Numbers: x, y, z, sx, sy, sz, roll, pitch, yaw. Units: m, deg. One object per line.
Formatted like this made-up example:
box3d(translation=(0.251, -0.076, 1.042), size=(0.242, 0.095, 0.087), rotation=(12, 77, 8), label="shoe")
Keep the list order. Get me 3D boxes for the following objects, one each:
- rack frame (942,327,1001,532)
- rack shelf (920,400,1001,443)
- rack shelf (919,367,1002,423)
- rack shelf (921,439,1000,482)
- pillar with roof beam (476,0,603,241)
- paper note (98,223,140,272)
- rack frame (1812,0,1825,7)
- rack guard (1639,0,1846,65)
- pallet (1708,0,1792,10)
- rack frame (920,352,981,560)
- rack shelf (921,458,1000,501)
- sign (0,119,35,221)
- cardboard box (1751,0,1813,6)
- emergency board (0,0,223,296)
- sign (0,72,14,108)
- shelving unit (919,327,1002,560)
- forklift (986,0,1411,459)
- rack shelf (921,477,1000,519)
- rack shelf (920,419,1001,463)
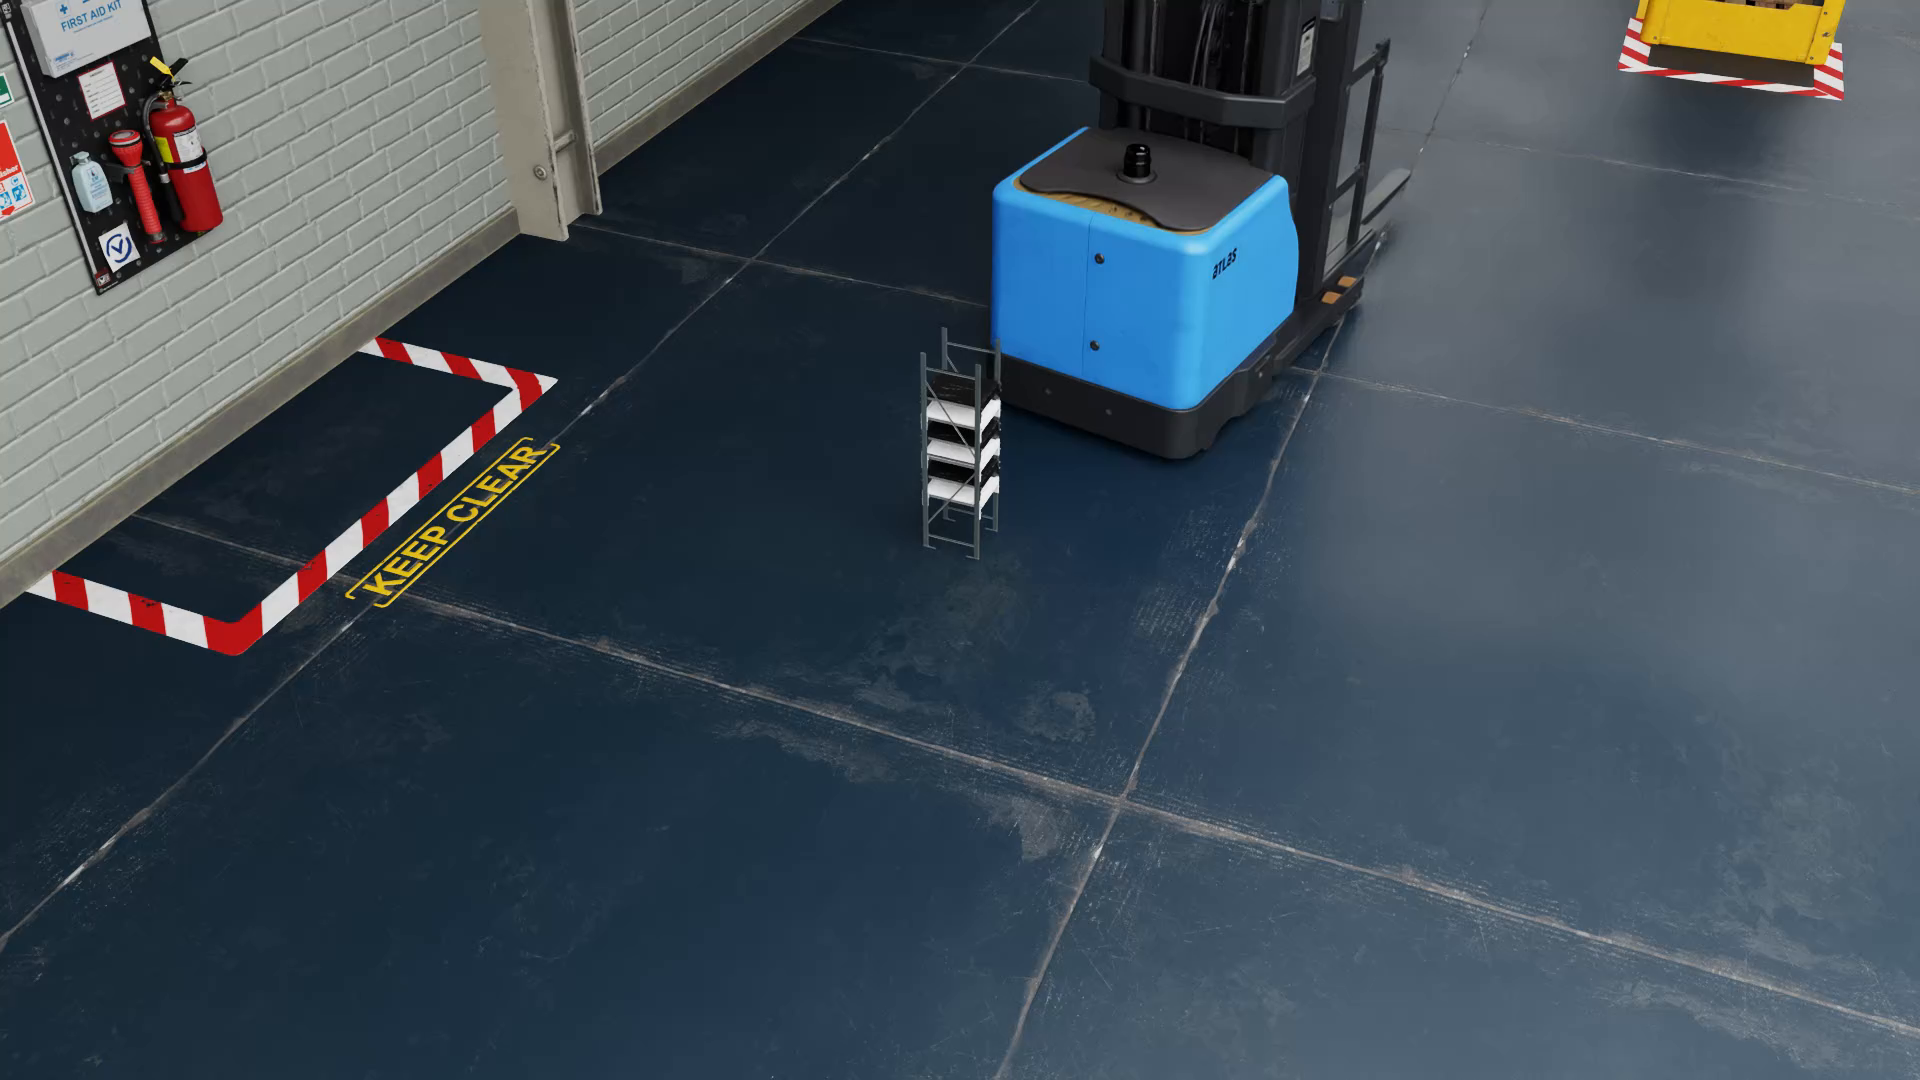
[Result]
box3d(translation=(0.042, -0.421, 6.562), size=(0.240, 0.900, 0.006), rotation=(14, 39, 18), label="rack frame")
box3d(translation=(0.003, -0.482, 6.399), size=(0.258, 0.077, 0.200), rotation=(14, 39, 18), label="rack shelf")
box3d(translation=(0.003, -0.555, 6.345), size=(0.258, 0.077, 0.200), rotation=(14, 39, 18), label="rack shelf")
box3d(translation=(0.003, -0.338, 6.507), size=(0.258, 0.077, 0.200), rotation=(14, 39, 18), label="rack shelf")
box3d(translation=(1.796, -4.364, 5.072), size=(9.100, 9.000, 0.400), rotation=(14, 39, 18), label="pillar with roof beam")
box3d(translation=(-3.292, -1.147, 6.514), size=(0.016, 0.148, 0.142), rotation=(14, 39, 18), label="paper note")
box3d(translation=(5.214, -4.552, 10.335), size=(1.000, 3.000, 0.127), rotation=(14, 39, 18), label="rack frame")
box3d(translation=(5.205, -3.538, 11.066), size=(1.175, 0.500, 0.348), rotation=(14, 39, 18), label="rack guard")
box3d(translation=(5.466, -3.868, 11.749), size=(1.003, 0.211, 1.213), rotation=(14, 39, 18), label="pallet")
box3d(translation=(-0.036, -0.309, 6.411), size=(0.240, 0.900, 0.006), rotation=(14, 39, 18), label="rack frame")
box3d(translation=(0.003, -0.266, 6.560), size=(0.258, 0.077, 0.200), rotation=(14, 39, 18), label="rack shelf")
box3d(translation=(-3.467, -1.313, 5.972), size=(0.001, 0.329, 0.234), rotation=(14, 39, 18), label="sign")
box3d(translation=(5.623, -3.865, 11.362), size=(0.500, 0.250, 0.500), rotation=(14, 39, 18), label="cardboard box")
box3d(translation=(-3.161, -1.582, 6.361), size=(0.194, 1.169, 0.643), rotation=(14, 39, 18), label="emergency board")
box3d(translation=(-3.457, -1.526, 5.814), size=(0.001, 0.109, 0.331), rotation=(14, 39, 18), label="sign")
box3d(translation=(0.003, -0.365, 6.487), size=(0.258, 0.900, 0.210), rotation=(14, 39, 18), label="shelving unit")
box3d(translation=(1.351, -2.366, 7.467), size=(1.130, 2.935, 3.031), rotation=(22, 42, 26), label="forklift")
box3d(translation=(0.003, -0.194, 6.614), size=(0.258, 0.077, 0.200), rotation=(14, 39, 18), label="rack shelf")
box3d(translation=(0.003, -0.410, 6.453), size=(0.258, 0.077, 0.200), rotation=(14, 39, 18), label="rack shelf")
